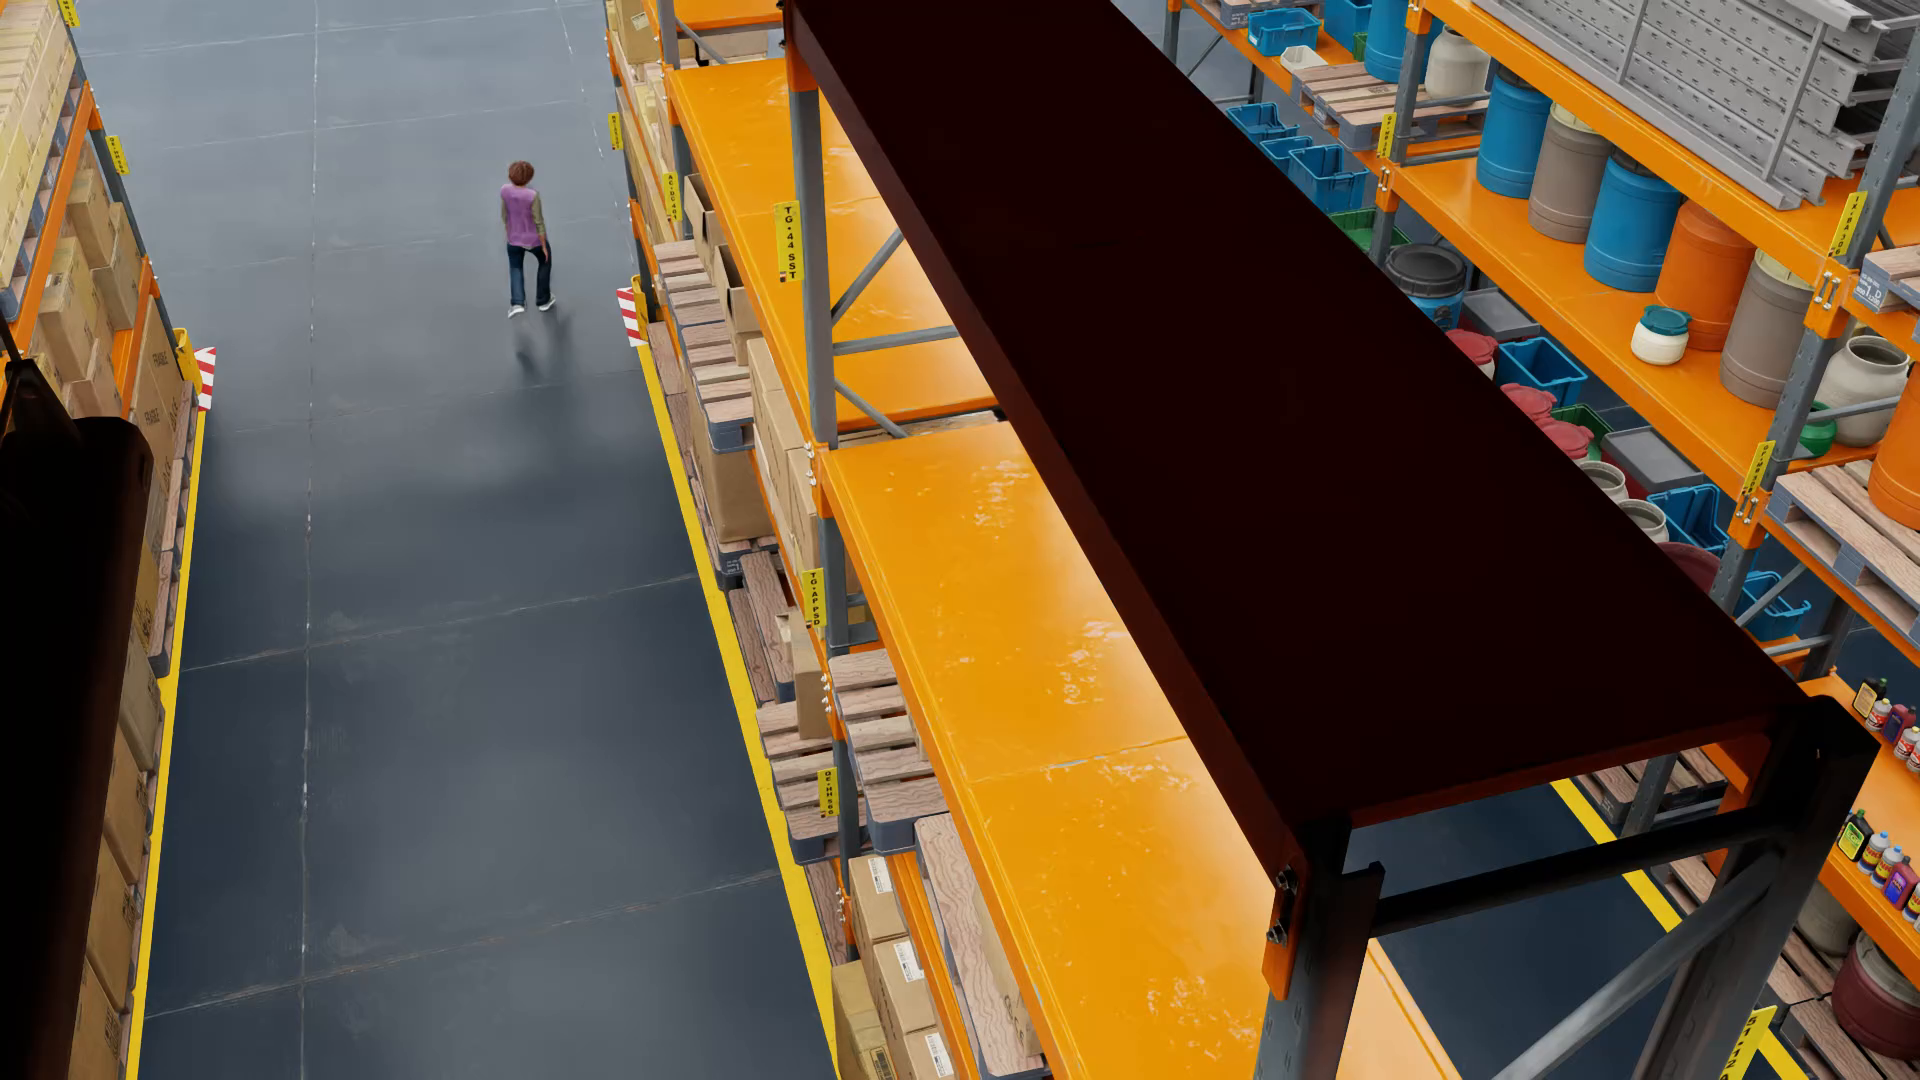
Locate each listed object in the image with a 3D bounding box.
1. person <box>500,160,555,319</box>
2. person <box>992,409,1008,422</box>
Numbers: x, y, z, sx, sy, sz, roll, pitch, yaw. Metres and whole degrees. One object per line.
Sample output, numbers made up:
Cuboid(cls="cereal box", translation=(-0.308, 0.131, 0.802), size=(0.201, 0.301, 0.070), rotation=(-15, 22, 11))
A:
Cuboid(cls="person", translation=(-3.903, -2.689, 14.957), size=(0.450, 1.553, 0.692), rotation=(5, 39, 6))
Cuboid(cls="person", translation=(0.290, -1.013, 12.714), size=(0.578, 1.711, 0.478), rotation=(-5, 39, -6))
